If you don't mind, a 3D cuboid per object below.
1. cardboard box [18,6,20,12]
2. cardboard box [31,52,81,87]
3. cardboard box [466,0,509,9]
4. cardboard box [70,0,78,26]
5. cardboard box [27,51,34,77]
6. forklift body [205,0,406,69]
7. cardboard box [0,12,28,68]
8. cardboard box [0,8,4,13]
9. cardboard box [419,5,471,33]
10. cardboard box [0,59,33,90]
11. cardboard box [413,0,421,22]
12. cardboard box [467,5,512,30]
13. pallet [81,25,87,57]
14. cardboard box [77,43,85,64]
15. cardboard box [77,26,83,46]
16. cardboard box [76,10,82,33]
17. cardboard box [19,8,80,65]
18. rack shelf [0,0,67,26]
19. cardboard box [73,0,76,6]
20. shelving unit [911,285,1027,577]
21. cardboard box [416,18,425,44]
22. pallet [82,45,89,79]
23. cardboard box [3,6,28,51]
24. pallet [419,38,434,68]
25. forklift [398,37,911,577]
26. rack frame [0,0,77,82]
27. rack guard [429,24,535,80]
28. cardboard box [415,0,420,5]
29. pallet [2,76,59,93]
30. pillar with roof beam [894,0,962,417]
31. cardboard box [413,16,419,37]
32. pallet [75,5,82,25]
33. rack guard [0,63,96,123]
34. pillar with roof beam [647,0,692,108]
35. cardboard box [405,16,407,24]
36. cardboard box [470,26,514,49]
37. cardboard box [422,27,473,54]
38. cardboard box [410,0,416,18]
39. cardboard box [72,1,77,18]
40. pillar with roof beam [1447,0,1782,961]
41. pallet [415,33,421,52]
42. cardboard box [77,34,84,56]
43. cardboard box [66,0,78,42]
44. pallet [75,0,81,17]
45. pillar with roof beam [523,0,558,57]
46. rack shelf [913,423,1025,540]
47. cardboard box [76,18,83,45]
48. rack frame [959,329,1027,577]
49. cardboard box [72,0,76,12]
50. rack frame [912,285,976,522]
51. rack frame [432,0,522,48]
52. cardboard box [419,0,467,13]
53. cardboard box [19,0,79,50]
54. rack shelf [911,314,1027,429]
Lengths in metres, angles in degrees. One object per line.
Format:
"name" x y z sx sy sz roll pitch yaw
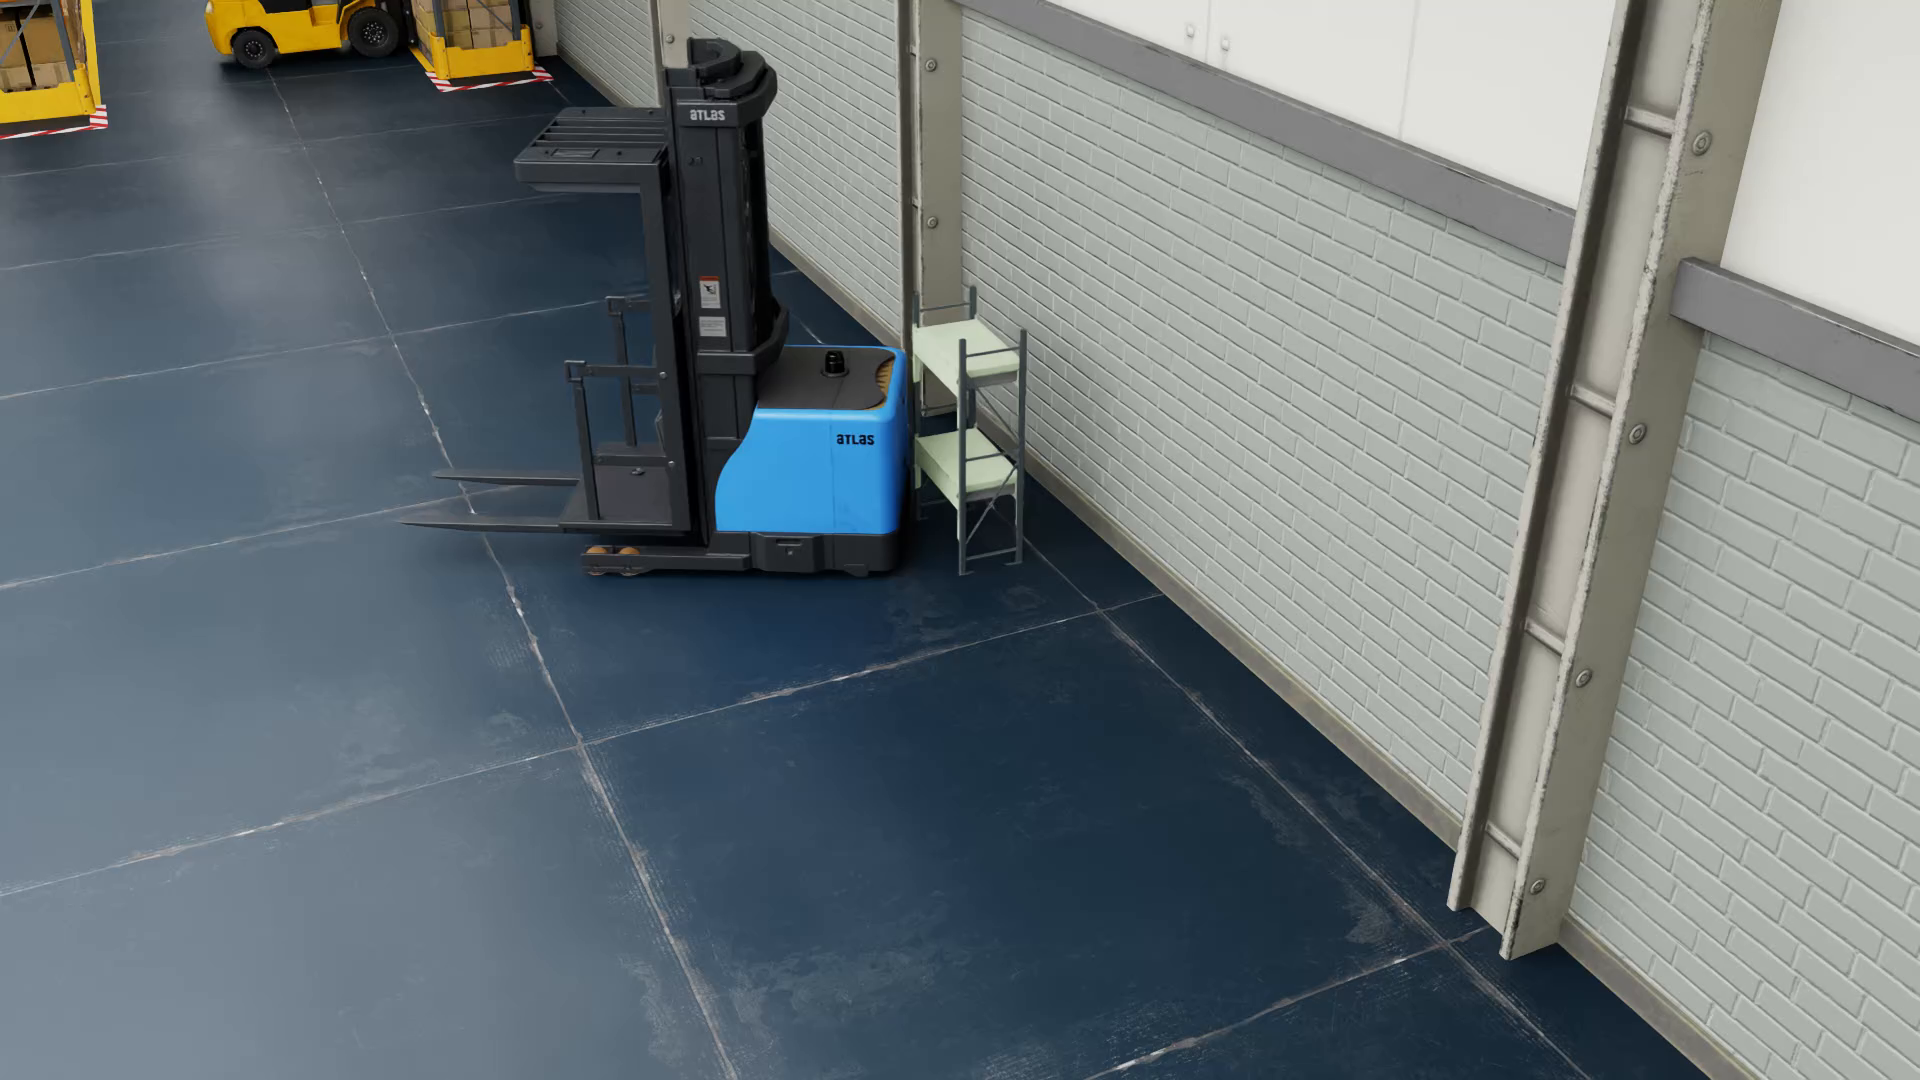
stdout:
"cardboard box" -11.369 -6.119 19.684 0.500 0.500 0.500 -14 32 -23
"cardboard box" -10.448 -5.453 19.263 0.500 0.250 0.500 -13 32 -22
"cardboard box" -5.906 -6.771 20.591 0.500 0.250 0.500 -14 32 -23
"cardboard box" -11.133 -6.479 20.325 0.500 0.500 0.500 -11 31 -19
"cardboard box" -11.157 -5.570 19.471 0.500 0.250 0.500 -13 32 -22
"forklift body" -8.332 -7.183 20.834 2.313 2.155 1.214 -13 32 -22
"cardboard box" -10.931 -5.665 18.874 0.500 0.500 0.500 -13 32 -22
"cardboard box" -11.150 -6.096 18.980 0.380 0.149 0.250 -12 31 -21
"cardboard box" -6.362 -6.450 20.530 0.500 0.250 0.500 -14 32 -23
"cardboard box" -10.952 -5.350 19.079 0.500 0.250 0.500 -13 32 -22
"cardboard box" -6.567 -6.674 20.929 0.500 0.250 0.500 -13 32 -22
"cardboard box" -5.885 -6.552 20.712 0.500 0.250 0.500 -12 32 -21
"pallet" -11.749 -6.317 21.272 1.003 0.211 1.213 -13 32 -22
"cardboard box" -10.661 -5.680 19.668 0.500 0.250 0.500 -12 31 -20
"cardboard box" -11.121 -6.142 20.492 0.500 0.250 0.500 -13 32 -21
"cardboard box" -11.572 -6.601 21.310 0.500 0.250 0.500 -12 31 -20
"cardboard box" -10.459 -5.791 19.098 0.500 0.500 0.500 -14 32 -24
"rack shelf" -11.210 -6.625 19.706 1.077 0.370 4.000 -13 32 -22
"cardboard box" -12.608 -7.407 22.623 0.950 0.372 0.625 -11 31 -19
"shelving unit" 0.046 -0.646 9.841 0.431 1.500 0.755 -11 31 -19
"cardboard box" -6.562 -6.446 21.033 0.500 0.250 0.500 -13 32 -22
"pallet" -11.221 -5.777 20.309 1.003 0.211 1.213 -13 32 -22
"cardboard box" -11.158 -5.895 19.284 0.500 0.500 0.500 -12 31 -20
"pallet" -6.237 -6.212 21.085 1.003 0.211 1.213 -13 32 -22
"forklift" -1.844 -1.321 9.582 3.031 2.935 1.130 1 29 2
"rack frame" -10.352 -6.055 17.954 1.000 3.000 0.127 -13 32 -22
"rack guard" -5.860 -5.998 20.408 1.175 0.500 0.348 -13 32 -22
"cardboard box" -6.574 -6.881 20.787 0.500 0.250 0.500 -12 32 -21
"pallet" -10.701 -5.239 19.349 1.003 0.211 1.213 -13 32 -22
"pillar with roof beam" -4.092 -4.008 8.169 9.100 9.000 0.400 -13 32 -22
"cardboard box" -6.769 -6.669 21.430 0.500 0.250 0.500 -13 32 -21
"pallet" -12.405 -6.949 22.400 1.003 0.211 1.213 -13 32 -22
"rack guard" -10.384 -4.998 18.626 1.175 0.500 0.348 -13 32 -22
"pillar with roof beam" -6.668 -6.658 12.896 9.100 9.000 0.400 -13 32 -22
"cardboard box" -7.012 -6.893 21.831 0.500 0.250 0.500 -12 31 -20
"cardboard box" -5.905 -6.341 20.846 0.500 0.250 0.500 -13 32 -22
"cardboard box" -6.357 -6.224 20.638 0.500 0.250 0.500 -13 32 -22
"cardboard box" -6.808 -6.898 21.328 0.500 0.250 0.500 -14 32 -23
"cardboard box" -11.353 -6.704 20.726 0.500 0.500 0.500 -12 32 -21
"pillar with roof beam" -1.516 -1.357 3.443 9.100 9.000 0.400 -13 32 -22
"pallet" -6.756 -6.750 22.044 1.003 0.211 1.213 -13 32 -22
"cardboard box" -10.906 -5.919 20.093 0.500 0.250 0.500 -11 31 -19
"cardboard box" -10.895 -6.244 19.907 0.500 0.500 0.500 -12 32 -21
"pallet" -12.932 -7.489 23.363 1.003 0.211 1.213 -13 32 -22
"pillar with roof beam" -9.243 -9.309 17.623 9.100 9.000 0.400 -13 32 -22
"rack shelf" 0.046 -0.362 10.001 0.431 0.370 0.720 -11 31 -19
"cardboard box" -11.335 -6.368 20.894 0.500 0.250 0.500 -14 32 -23
"rack frame" 0.183 -0.480 9.545 0.400 1.500 0.023 -11 31 -19
"cardboard box" -11.573 -6.928 21.126 0.500 0.500 0.500 -14 32 -23
"rack frame" -0.092 -0.812 10.137 0.400 1.500 0.023 -11 31 -19
"rack frame" -5.870 -7.099 19.816 1.000 3.000 0.127 -13 32 -22
"cardboard box" -6.350 -6.657 20.387 0.500 0.250 0.500 -12 31 -20
"cardboard box" -10.688 -6.021 19.508 0.500 0.500 0.500 -14 32 -24
"rack shelf" 0.046 -0.986 9.650 0.431 0.370 0.720 -11 31 -19
